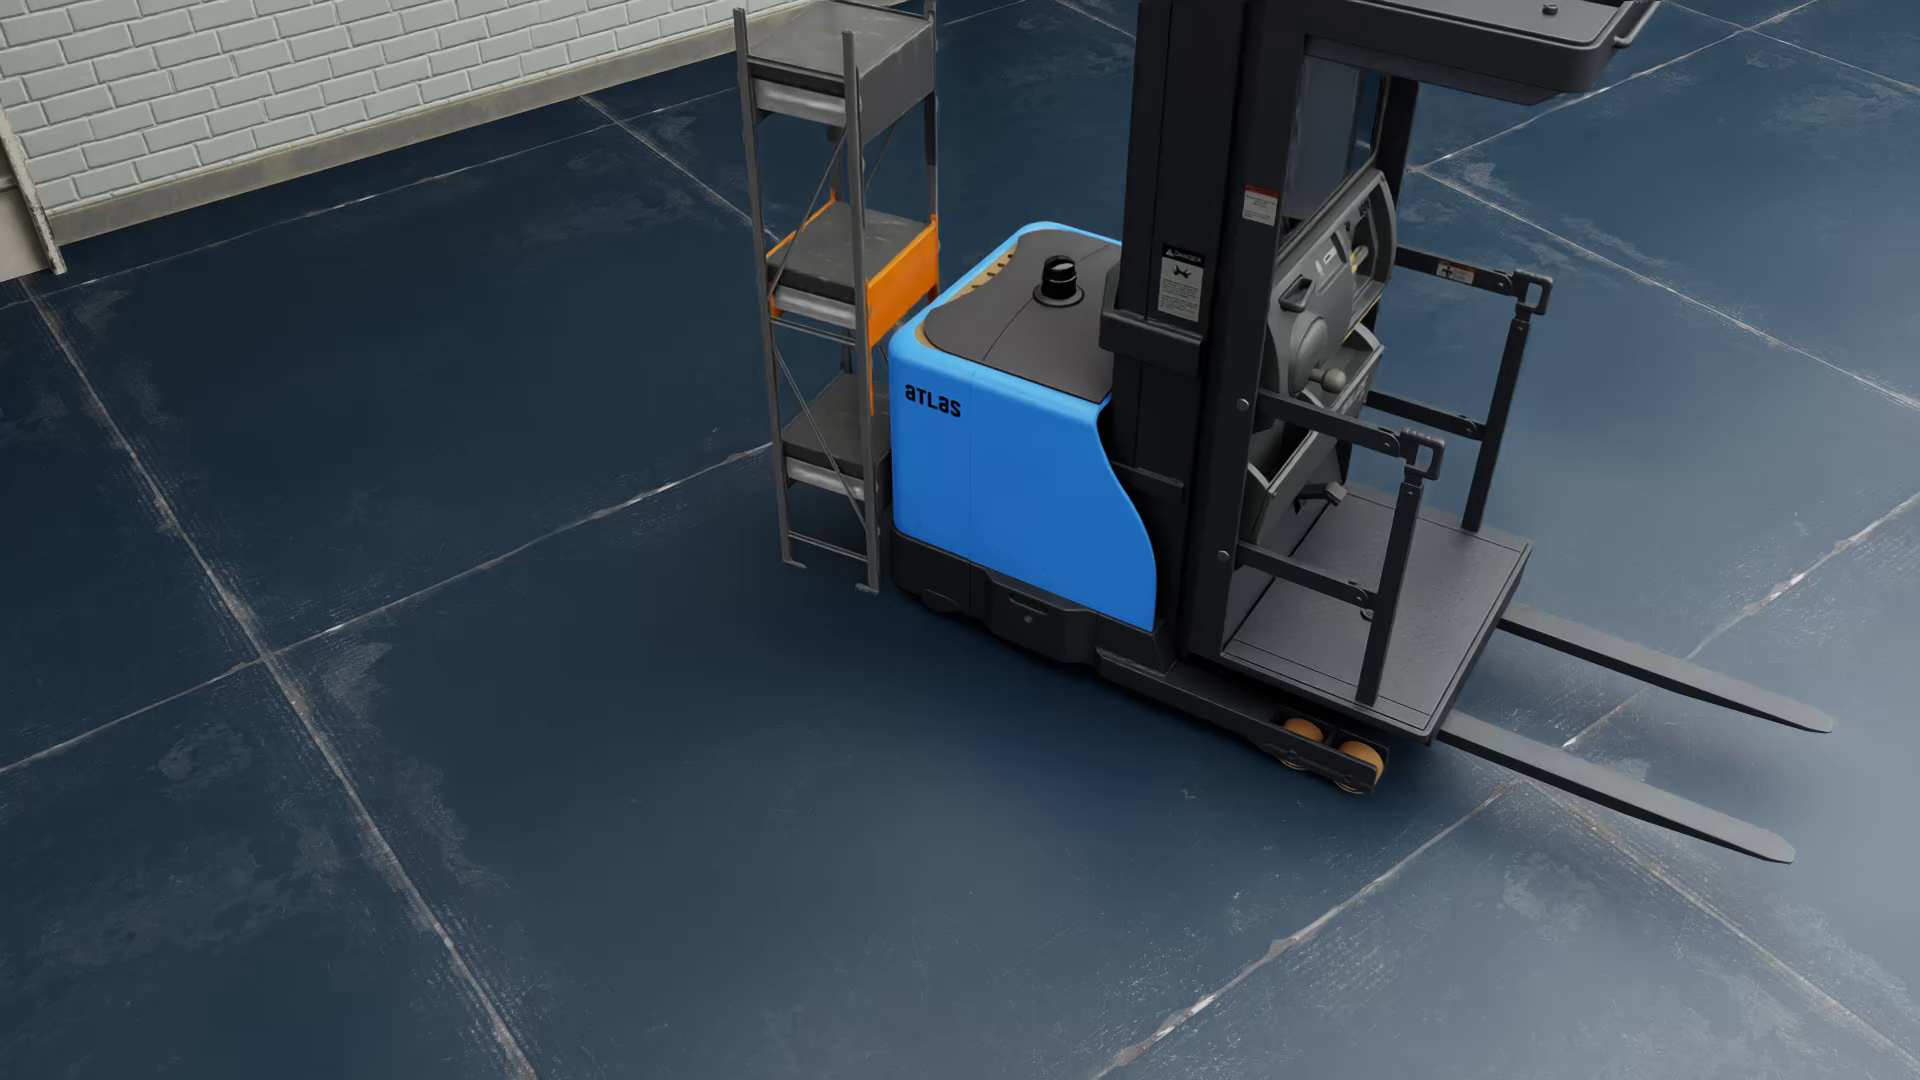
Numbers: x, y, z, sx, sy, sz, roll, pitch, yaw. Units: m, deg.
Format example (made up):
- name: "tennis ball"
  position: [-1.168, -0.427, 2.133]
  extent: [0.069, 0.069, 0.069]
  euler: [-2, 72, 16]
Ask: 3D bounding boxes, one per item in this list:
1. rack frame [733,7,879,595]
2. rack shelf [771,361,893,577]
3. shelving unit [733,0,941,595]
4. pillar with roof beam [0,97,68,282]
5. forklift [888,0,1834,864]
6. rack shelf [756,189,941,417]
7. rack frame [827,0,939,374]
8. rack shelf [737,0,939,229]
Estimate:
- name: "rack frame"
  position: [-0.476, -0.675, 5.417]
  extent: [0.400, 2.100, 0.015]
  euler: [18, 43, 21]
- name: "rack shelf"
  position: [-0.364, -0.262, 6.038]
  extent: [0.431, 0.518, 0.480]
  euler: [18, 43, 21]
- name: "shelving unit"
  position: [-0.365, -0.813, 5.585]
  extent: [0.431, 2.100, 0.503]
  euler: [18, 43, 21]
- name: "pillar with roof beam"
  position: [-1.803, -2.572, 2.291]
  extent: [0.400, 9.000, 9.100]
  euler: [-26, 46, -28]
- name: "forklift"
  position: [1.274, -0.718, 4.814]
  extent: [3.031, 2.935, 1.130]
  euler: [21, 44, 24]
- name: "rack shelf"
  position: [-0.365, -0.803, 5.593]
  extent: [0.431, 0.518, 0.480]
  euler: [18, 43, 21]
- name: "rack frame"
  position: [-0.254, -0.951, 5.753]
  extent: [0.400, 2.100, 0.015]
  euler: [18, 43, 21]
- name: "rack shelf"
  position: [-0.366, -1.343, 5.149]
  extent: [0.431, 0.518, 0.480]
  euler: [18, 43, 21]
